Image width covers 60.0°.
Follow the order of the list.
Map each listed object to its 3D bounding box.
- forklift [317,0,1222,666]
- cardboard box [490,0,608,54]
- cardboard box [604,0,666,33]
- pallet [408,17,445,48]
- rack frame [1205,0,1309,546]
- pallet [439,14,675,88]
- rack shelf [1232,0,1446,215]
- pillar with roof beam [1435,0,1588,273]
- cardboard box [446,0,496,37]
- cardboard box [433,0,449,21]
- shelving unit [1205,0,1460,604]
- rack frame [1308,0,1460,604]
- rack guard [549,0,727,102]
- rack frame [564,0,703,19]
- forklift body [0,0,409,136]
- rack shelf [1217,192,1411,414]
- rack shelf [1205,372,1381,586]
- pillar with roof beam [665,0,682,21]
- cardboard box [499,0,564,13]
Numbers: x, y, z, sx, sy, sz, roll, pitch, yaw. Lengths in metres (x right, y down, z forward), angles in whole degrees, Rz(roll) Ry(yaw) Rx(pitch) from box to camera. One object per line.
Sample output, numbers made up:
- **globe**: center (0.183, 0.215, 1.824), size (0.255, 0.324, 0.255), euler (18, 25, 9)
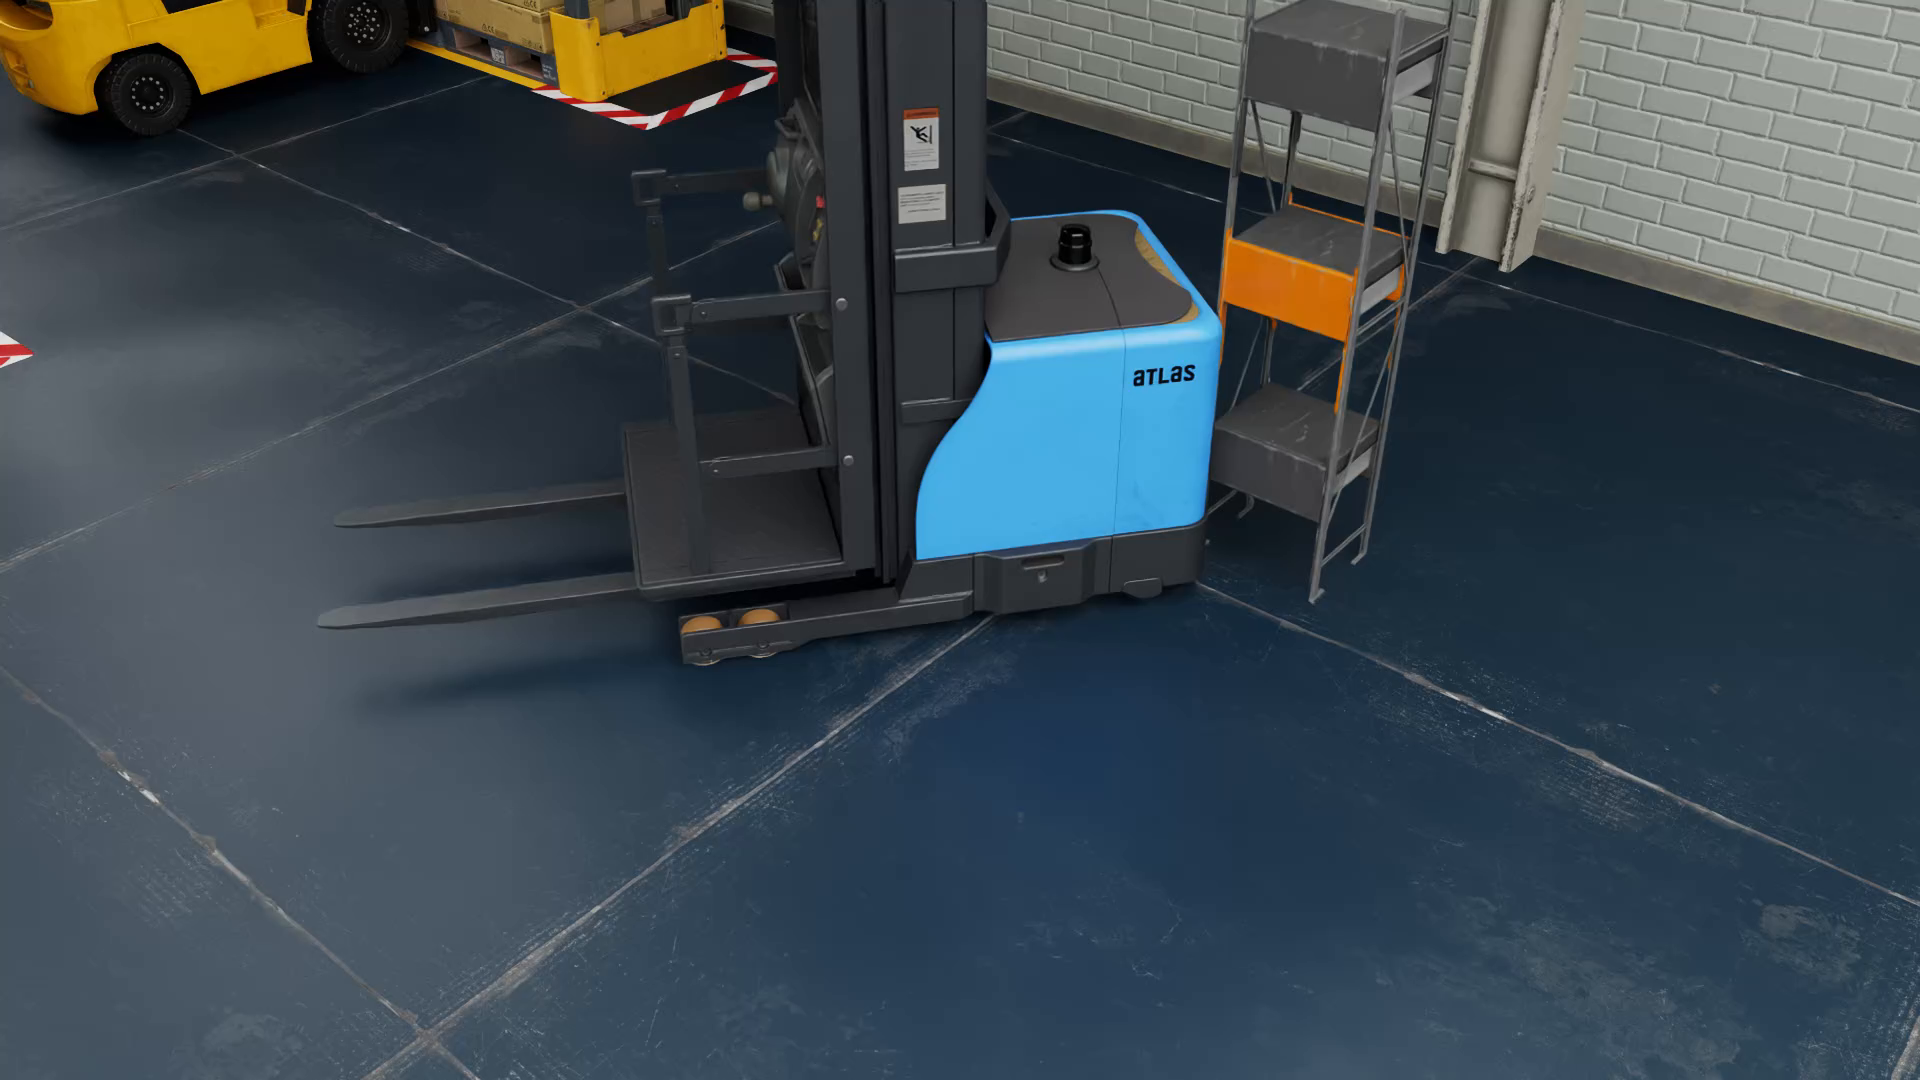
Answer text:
- **forklift**: center (-0.699, -1.111, 5.279), size (3.031, 2.935, 1.130), euler (-7, 35, -10)
- **cardboard box**: center (-2.578, -3.287, 10.444), size (0.500, 0.250, 0.500), euler (26, 42, 32)
- **cardboard box**: center (-2.267, -3.517, 10.779), size (0.500, 0.250, 0.500), euler (25, 42, 32)
- **pallet**: center (-3.563, -3.766, 11.547), size (1.213, 0.211, 1.003), euler (25, 42, 32)
- **rack frame**: center (1.000, -0.905, 5.713), size (0.015, 2.100, 0.400), euler (25, 42, 32)
- **pallet**: center (-2.630, -3.324, 10.903), size (1.213, 0.211, 1.003), euler (25, 42, 32)
- **rack shelf**: center (1.188, -1.382, 5.196), size (0.480, 0.518, 0.431), euler (25, 42, 32)
- **pillar with roof beam**: center (-0.117, -3.285, 3.085), size (0.400, 9.000, 9.100), euler (25, 42, 32)
- **cardboard box**: center (-2.954, -3.471, 10.712), size (0.500, 0.250, 0.500), euler (25, 42, 32)
- **cardboard box**: center (-3.333, -3.656, 10.982), size (0.500, 0.250, 0.500), euler (26, 42, 32)
- **shelving unit**: center (1.188, -0.816, 5.584), size (0.503, 2.100, 0.431), euler (25, 42, 32)
- **rack frame**: center (1.375, -0.728, 5.455), size (0.015, 2.100, 0.400), euler (25, 42, 32)
- **rack guard**: center (-1.997, -3.175, 10.432), size (0.348, 0.500, 1.175), euler (25, 42, 32)
- **rack frame**: center (-2.015, -4.214, 9.737), size (0.127, 3.000, 1.000), euler (25, 42, 32)
- **forklift body**: center (-4.640, -3.757, 9.821), size (1.214, 2.155, 2.313), euler (25, 42, 32)
- **rack shelf**: center (1.188, -0.805, 5.592), size (0.480, 0.518, 0.431), euler (25, 42, 32)
- **rack shelf**: center (1.188, -0.228, 5.988), size (0.480, 0.518, 0.431), euler (25, 42, 32)
- **pillar with roof beam**: center (-4.728, -5.459, 6.249), size (0.400, 9.000, 9.100), euler (25, 42, 32)
- **cardboard box**: center (-2.589, -3.500, 10.313), size (0.500, 0.250, 0.500), euler (25, 41, 31)
